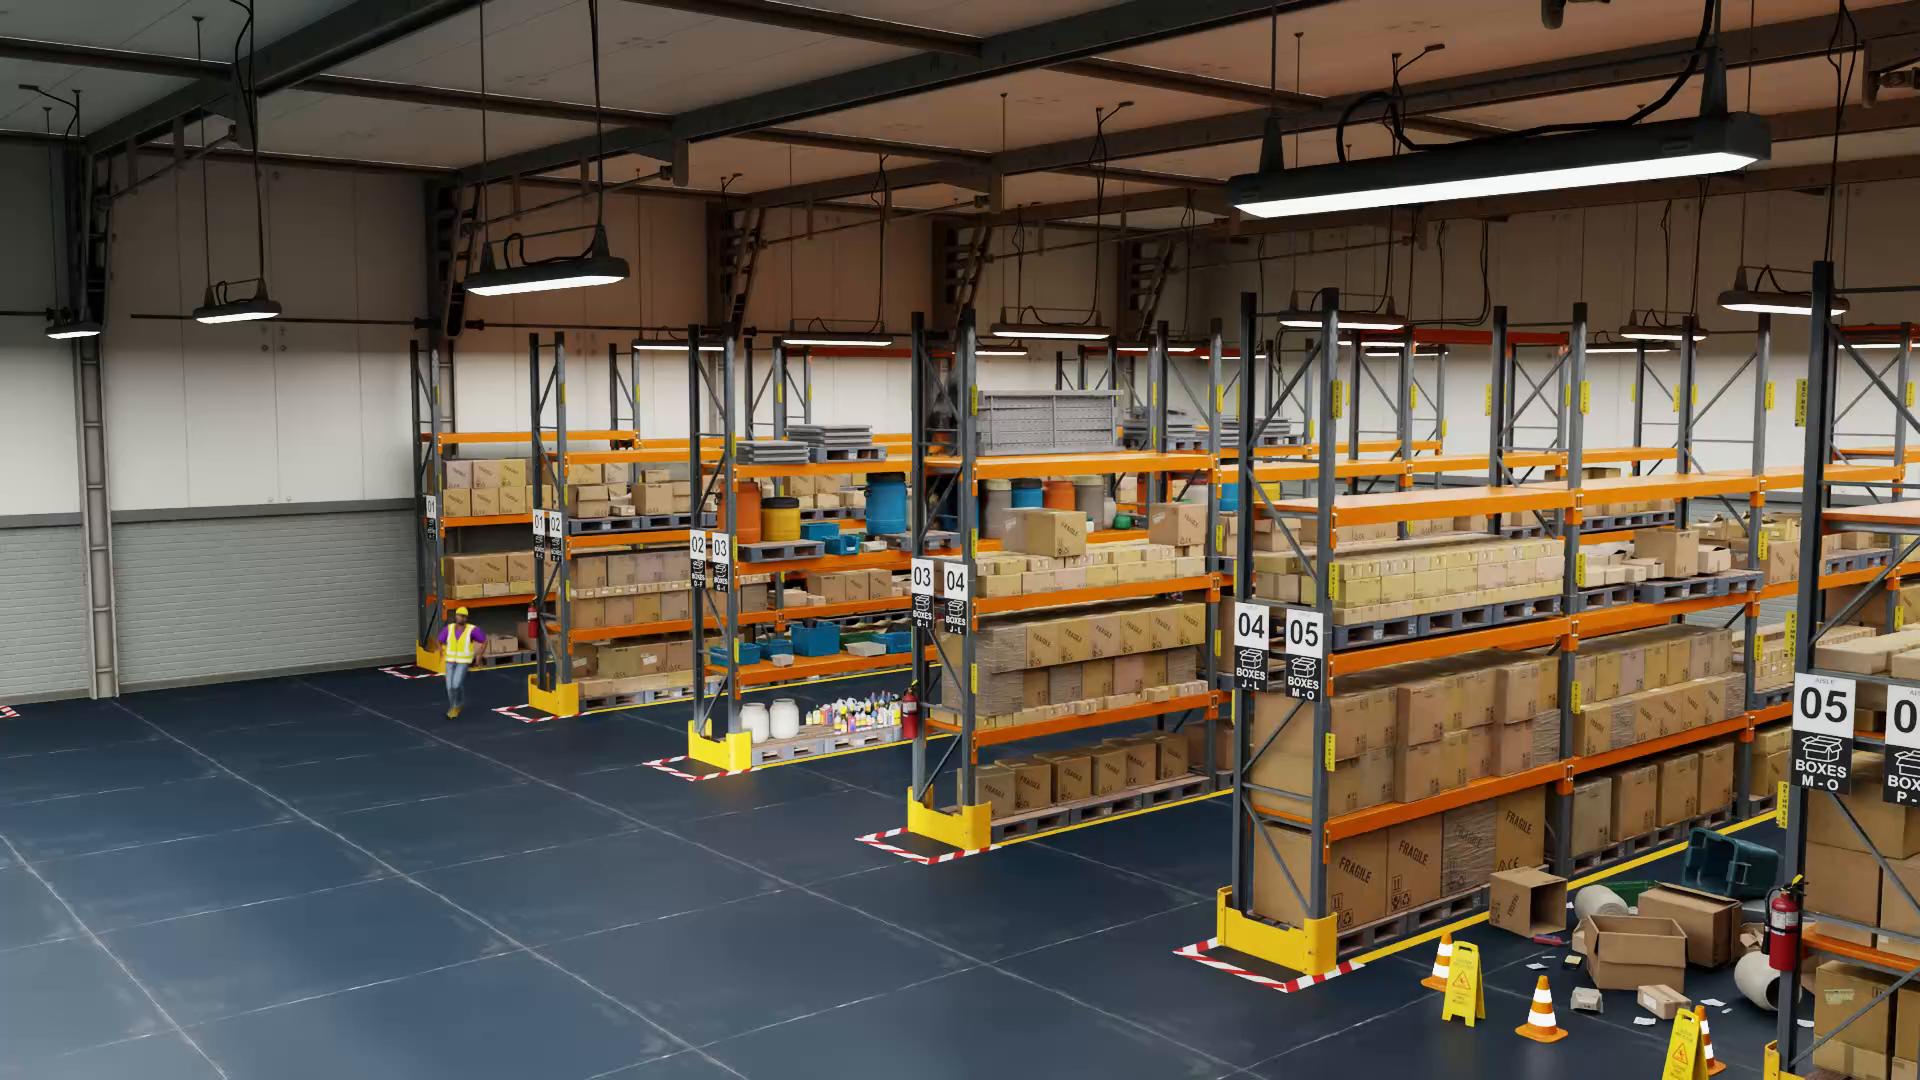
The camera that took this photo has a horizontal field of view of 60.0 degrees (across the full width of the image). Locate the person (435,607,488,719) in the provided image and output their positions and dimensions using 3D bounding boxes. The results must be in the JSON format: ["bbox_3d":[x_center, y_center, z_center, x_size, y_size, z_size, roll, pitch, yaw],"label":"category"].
[{"bbox_3d":[-7.774,1.912,25.816,0.755,1.732,0.624,0,5,3],"label":"person"}]
